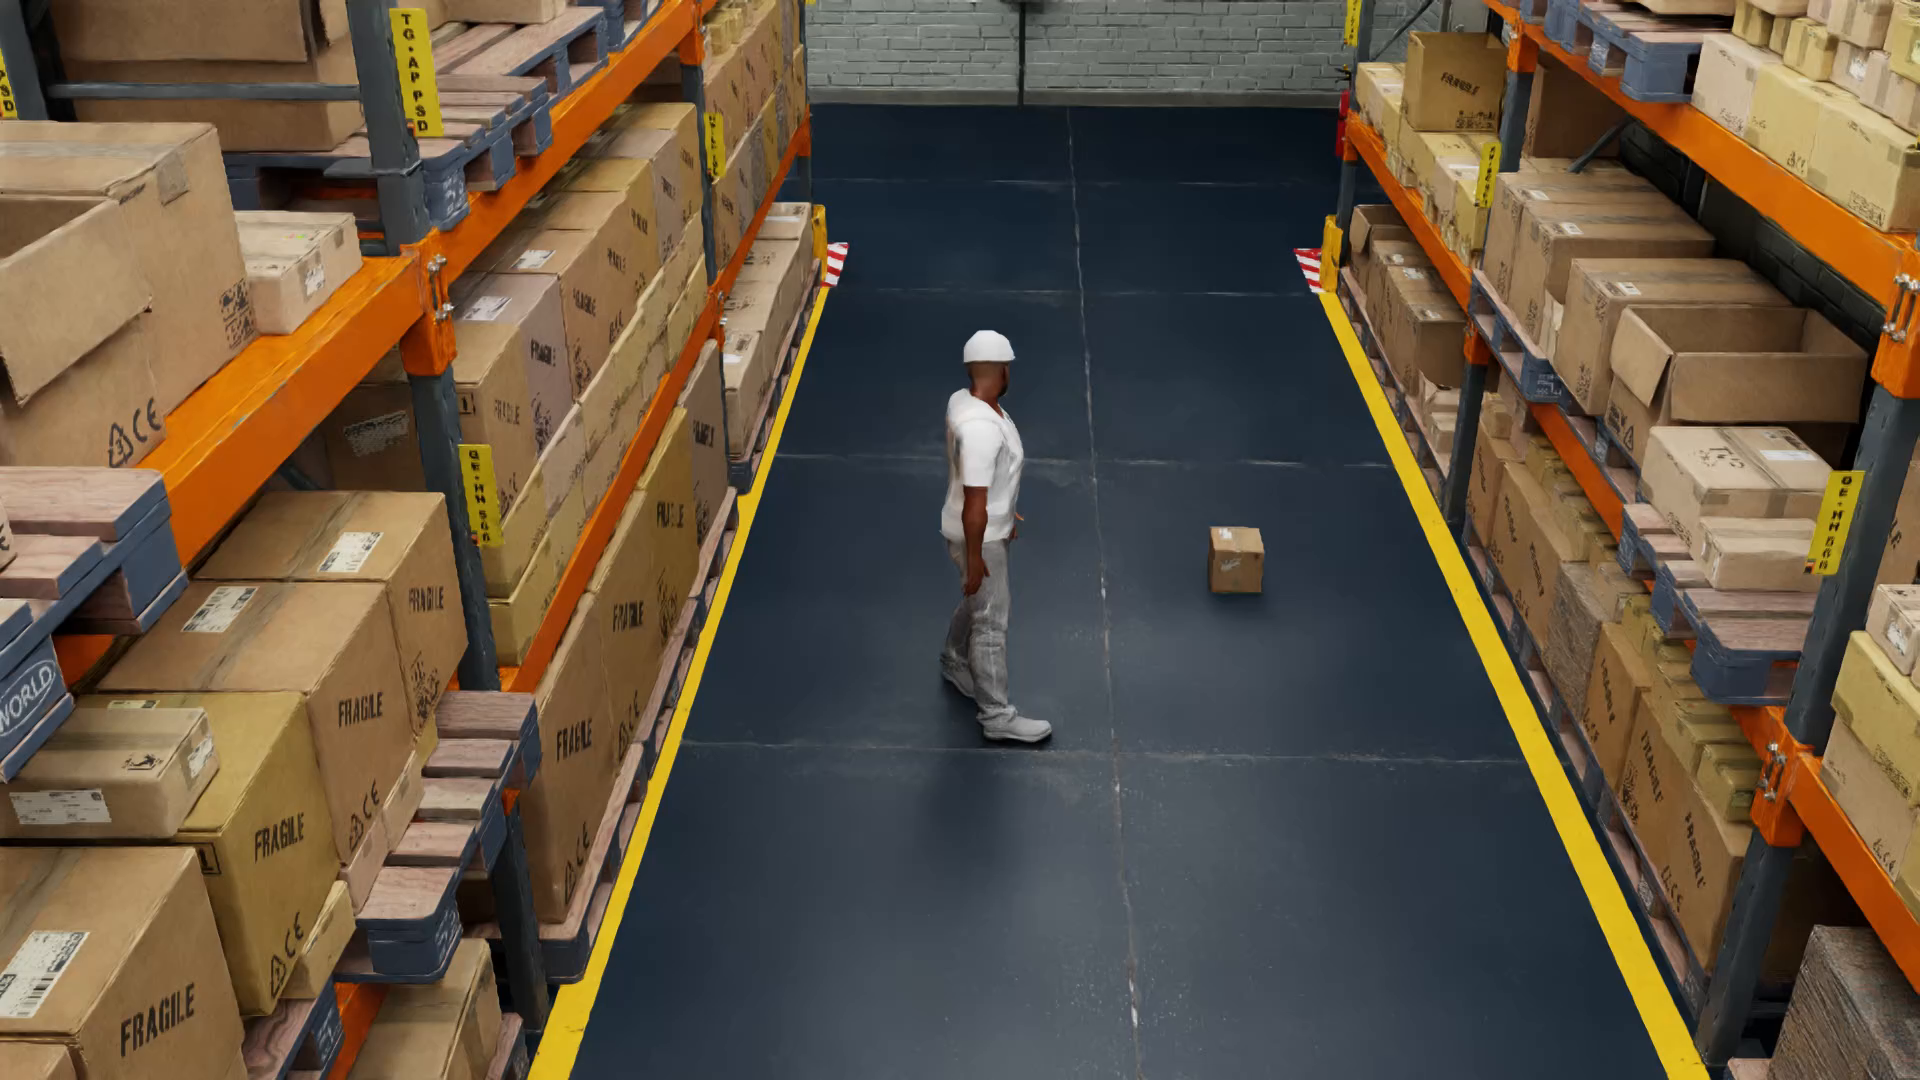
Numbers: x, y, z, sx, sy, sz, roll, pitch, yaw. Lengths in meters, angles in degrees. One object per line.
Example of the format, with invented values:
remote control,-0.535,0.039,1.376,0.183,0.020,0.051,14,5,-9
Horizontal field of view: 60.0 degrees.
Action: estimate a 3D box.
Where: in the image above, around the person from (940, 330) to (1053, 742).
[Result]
person,0.159,-0.028,7.178,0.563,1.757,0.675,3,28,6
